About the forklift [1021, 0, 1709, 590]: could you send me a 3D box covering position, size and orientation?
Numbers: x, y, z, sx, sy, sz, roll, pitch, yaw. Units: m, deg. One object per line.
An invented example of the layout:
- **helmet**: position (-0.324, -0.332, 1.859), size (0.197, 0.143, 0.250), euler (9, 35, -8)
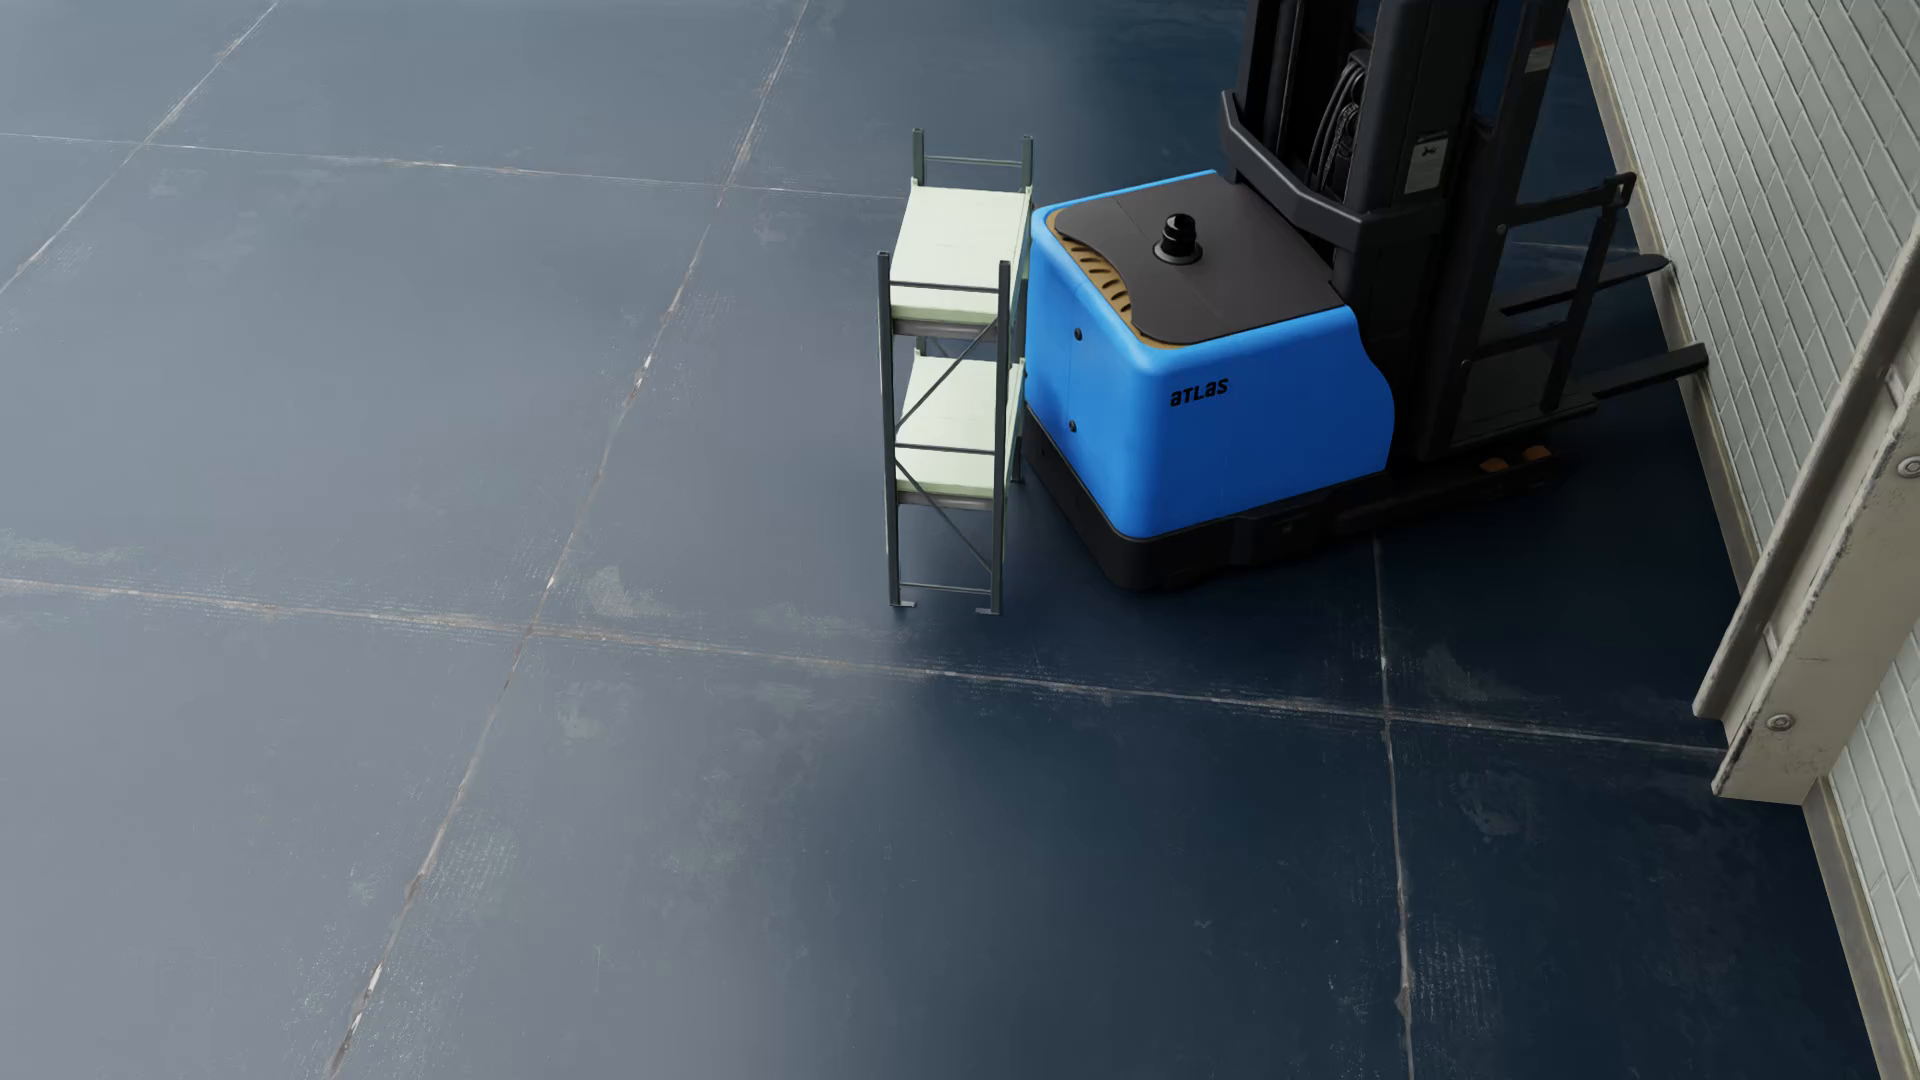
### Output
- **forklift**: position (1.777, -1.538, 5.742), size (3.031, 2.935, 1.130), euler (-16, 46, -16)

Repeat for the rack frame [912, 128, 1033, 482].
- **rack frame**: position (0.039, -0.796, 5.999), size (0.400, 1.500, 0.023), euler (5, 44, 5)

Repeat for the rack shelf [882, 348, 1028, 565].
- **rack shelf**: position (-0.008, -0.310, 5.959), size (0.431, 0.370, 0.720), euler (5, 44, 5)

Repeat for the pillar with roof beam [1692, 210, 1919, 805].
- **pillar with roof beam**: position (-1.650, -2.952, 2.823), size (9.100, 9.000, 0.400), euler (5, 44, 6)

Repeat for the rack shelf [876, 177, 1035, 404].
- **rack shelf**: position (-0.005, -0.830, 5.466), size (0.431, 0.370, 0.720), euler (5, 44, 5)

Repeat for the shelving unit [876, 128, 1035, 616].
- **shelving unit**: position (-0.006, -0.546, 5.735), size (0.431, 1.500, 0.755), euler (5, 44, 5)

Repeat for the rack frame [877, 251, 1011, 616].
- **rack frame**: position (-0.051, -0.297, 5.471), size (0.400, 1.500, 0.023), euler (5, 44, 5)
